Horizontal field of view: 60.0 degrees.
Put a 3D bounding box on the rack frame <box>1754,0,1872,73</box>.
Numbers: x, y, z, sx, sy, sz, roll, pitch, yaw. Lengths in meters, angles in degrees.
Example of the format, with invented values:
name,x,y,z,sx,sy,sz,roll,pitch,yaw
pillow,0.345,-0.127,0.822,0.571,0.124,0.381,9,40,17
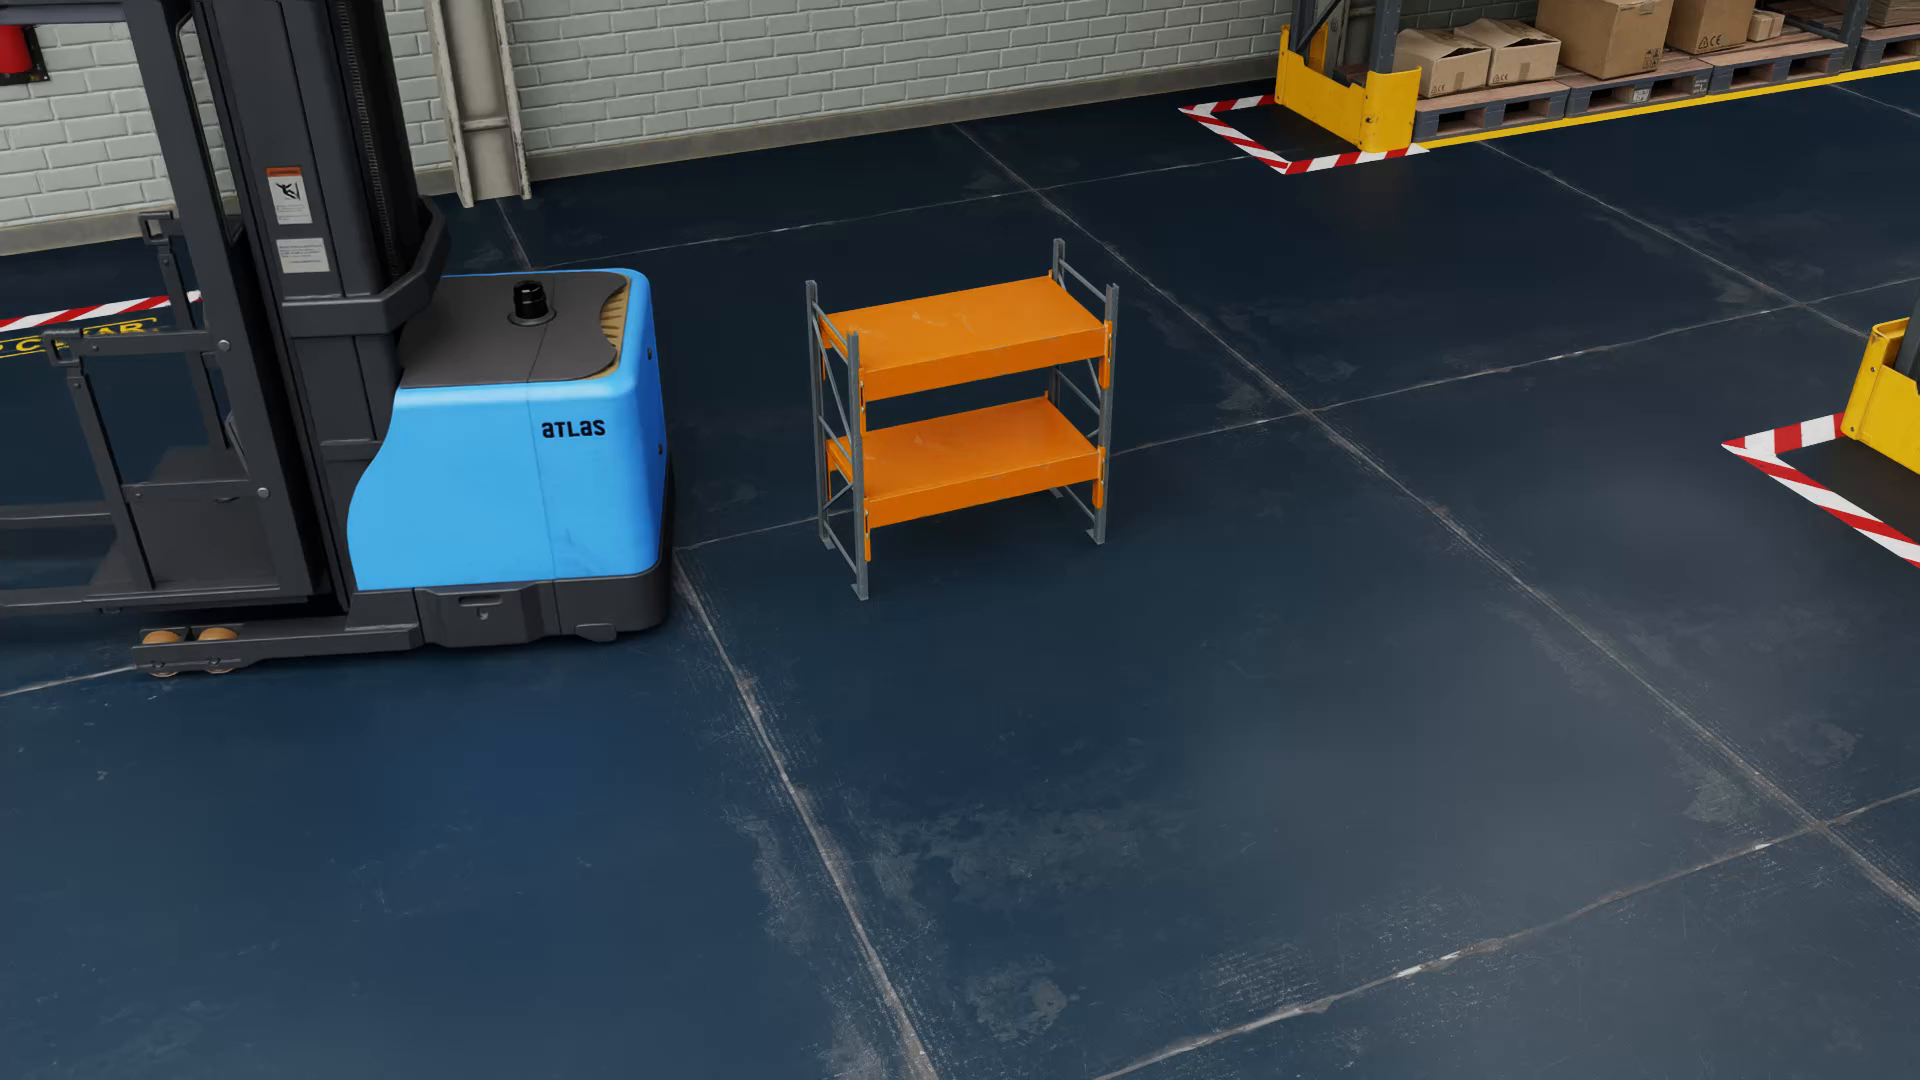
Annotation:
name,x,y,z,sx,sy,sz,roll,pitch,yaw
rack frame,6.130,-4.849,11.453,0.127,3.000,1.000,-13,35,-19

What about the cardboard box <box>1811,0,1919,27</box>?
name,x,y,z,sx,sy,sz,roll,pitch,yaw
cardboard box,6.802,-4.150,12.266,0.500,0.500,0.700,-12,35,-17

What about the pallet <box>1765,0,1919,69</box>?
name,x,y,z,sx,sy,sz,roll,pitch,yaw
pallet,6.847,-3.846,12.467,1.213,0.211,1.003,-13,35,-19

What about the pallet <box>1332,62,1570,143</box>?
name,x,y,z,sx,sy,sz,roll,pitch,yaw
pallet,3.275,-3.006,11.176,1.213,0.211,1.003,-13,35,-19

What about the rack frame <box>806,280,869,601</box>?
name,x,y,z,sx,sy,sz,roll,pitch,yaw
rack frame,-0.462,-0.366,6.280,0.032,1.125,0.500,-13,35,-19

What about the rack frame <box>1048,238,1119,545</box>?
name,x,y,z,sx,sy,sz,roll,pitch,yaw
rack frame,0.475,-0.580,6.610,0.032,1.125,0.500,-13,35,-19

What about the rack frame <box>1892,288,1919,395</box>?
name,x,y,z,sx,sy,sz,roll,pitch,yaw
rack frame,4.363,-1.515,6.328,0.127,3.000,1.000,-13,35,-19

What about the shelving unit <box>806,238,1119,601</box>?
name,x,y,z,sx,sy,sz,roll,pitch,yaw
shelving unit,0.006,-0.473,6.445,1.048,1.125,0.538,-13,35,-19

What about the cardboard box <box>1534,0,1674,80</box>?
name,x,y,z,sx,sy,sz,roll,pitch,yaw
cardboard box,4.336,-3.493,11.256,0.500,0.500,0.700,-15,36,-22

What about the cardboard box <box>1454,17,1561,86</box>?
name,x,y,z,sx,sy,sz,roll,pitch,yaw
cardboard box,3.640,-3.284,11.108,0.500,0.311,0.500,-10,34,-15

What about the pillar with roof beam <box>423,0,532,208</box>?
name,x,y,z,sx,sy,sz,roll,pitch,yaw
pillar with roof beam,-1.113,-3.671,4.140,0.400,9.000,9.100,-13,35,-19

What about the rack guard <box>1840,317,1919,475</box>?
name,x,y,z,sx,sy,sz,roll,pitch,yaw
rack guard,4.341,-0.462,7.002,0.348,0.500,1.175,-13,35,-19

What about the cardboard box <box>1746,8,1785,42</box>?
name,x,y,z,sx,sy,sz,roll,pitch,yaw
cardboard box,5.648,-3.718,11.909,0.250,0.166,0.380,-18,37,-25

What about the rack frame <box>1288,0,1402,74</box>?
name,x,y,z,sx,sy,sz,roll,pitch,yaw
rack frame,2.442,-4.005,10.155,0.127,3.000,1.000,-13,35,-19

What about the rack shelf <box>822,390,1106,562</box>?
name,x,y,z,sx,sy,sz,roll,pitch,yaw
rack shelf,0.006,-0.268,6.579,1.000,0.278,0.538,-13,35,-19

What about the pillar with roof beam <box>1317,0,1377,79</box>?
name,x,y,z,sx,sy,sz,roll,pitch,yaw
pillar with roof beam,4.419,-4.938,6.087,0.400,9.000,9.100,-13,35,-19

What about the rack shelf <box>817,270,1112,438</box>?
name,x,y,z,sx,sy,sz,roll,pitch,yaw
rack shelf,0.006,-0.718,6.286,1.000,0.278,0.538,-13,35,-19

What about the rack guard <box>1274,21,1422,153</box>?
name,x,y,z,sx,sy,sz,roll,pitch,yaw
rack guard,2.512,-2.973,10.861,0.348,0.500,1.175,-13,35,-19

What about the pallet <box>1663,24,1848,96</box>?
name,x,y,z,sx,sy,sz,roll,pitch,yaw
pallet,5.524,-3.521,11.968,1.213,0.211,1.003,-13,35,-19

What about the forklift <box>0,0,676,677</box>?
name,x,y,z,sx,sy,sz,roll,pitch,yaw
forklift,-2.641,-1.039,5.660,3.031,2.935,1.130,-3,33,-5

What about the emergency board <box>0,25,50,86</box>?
name,x,y,z,sx,sy,sz,roll,pitch,yaw
emergency board,-5.073,-2.818,8.331,0.643,1.169,0.194,-13,35,-19

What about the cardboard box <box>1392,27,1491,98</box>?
name,x,y,z,sx,sy,sz,roll,pitch,yaw
cardboard box,3.115,-3.163,10.923,0.500,0.311,0.500,-17,37,-24

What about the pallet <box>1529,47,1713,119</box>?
name,x,y,z,sx,sy,sz,roll,pitch,yaw
pallet,4.398,-3.261,11.569,1.213,0.211,1.003,-13,35,-19

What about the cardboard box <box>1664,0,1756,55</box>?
name,x,y,z,sx,sy,sz,roll,pitch,yaw
cardboard box,5.188,-3.747,11.647,0.500,0.500,0.500,-16,36,-22
